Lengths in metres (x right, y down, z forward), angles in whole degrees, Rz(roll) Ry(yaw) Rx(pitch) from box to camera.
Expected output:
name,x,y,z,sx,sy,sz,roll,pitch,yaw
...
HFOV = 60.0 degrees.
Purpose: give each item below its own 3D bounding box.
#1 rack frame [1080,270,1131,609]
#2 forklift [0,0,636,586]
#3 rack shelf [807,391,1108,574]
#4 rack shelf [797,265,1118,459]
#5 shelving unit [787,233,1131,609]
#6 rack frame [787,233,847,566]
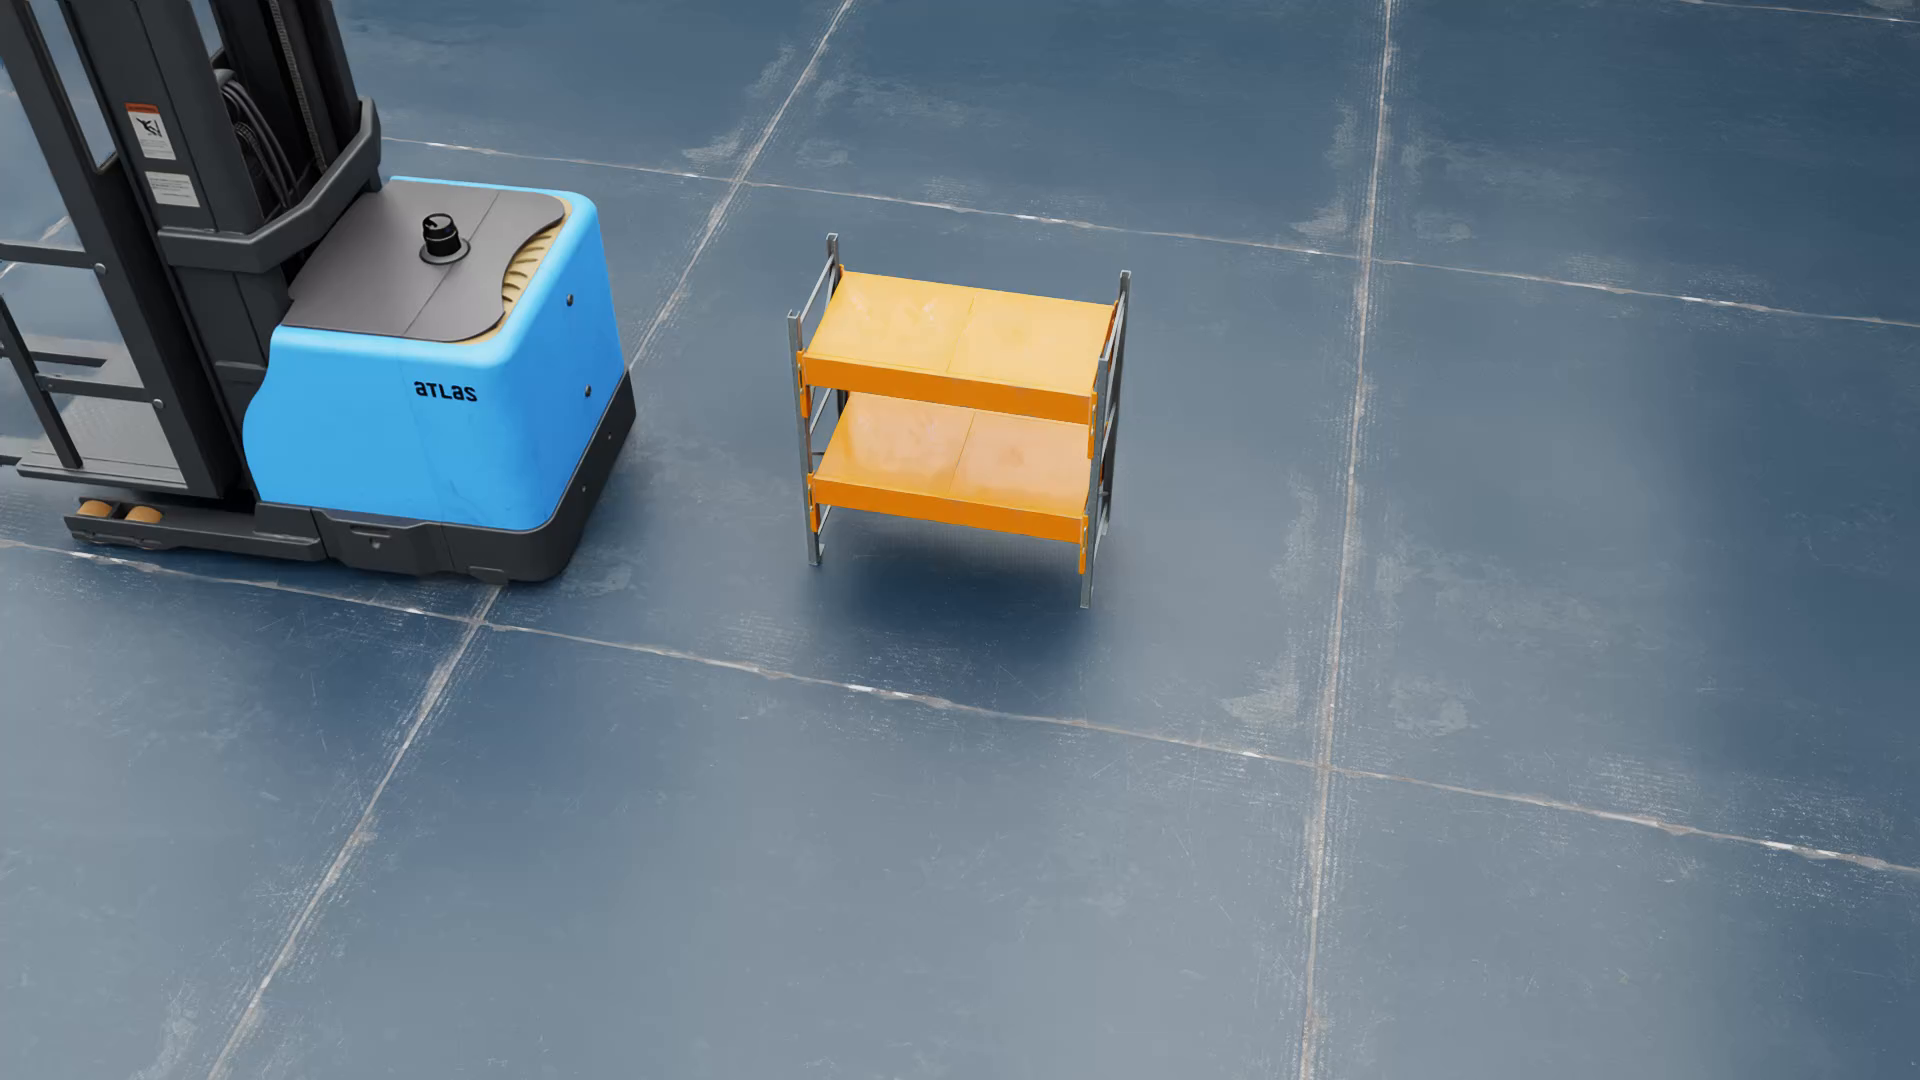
name,x,y,z,sx,sy,sz,roll,pitch,yaw
rack frame,0.503,-0.327,5.779,0.032,1.125,0.500,9,45,9
forklift,-2.861,-1.373,5.563,3.031,2.935,1.130,7,44,7
rack shelf,0.007,-0.228,6.028,1.000,0.278,0.538,9,45,9
rack shelf,0.007,-0.615,5.656,1.000,0.278,0.538,9,45,9
shelving unit,0.007,-0.404,5.859,1.048,1.125,0.538,9,45,9
rack frame,-0.489,-0.481,5.939,0.032,1.125,0.500,9,45,9
